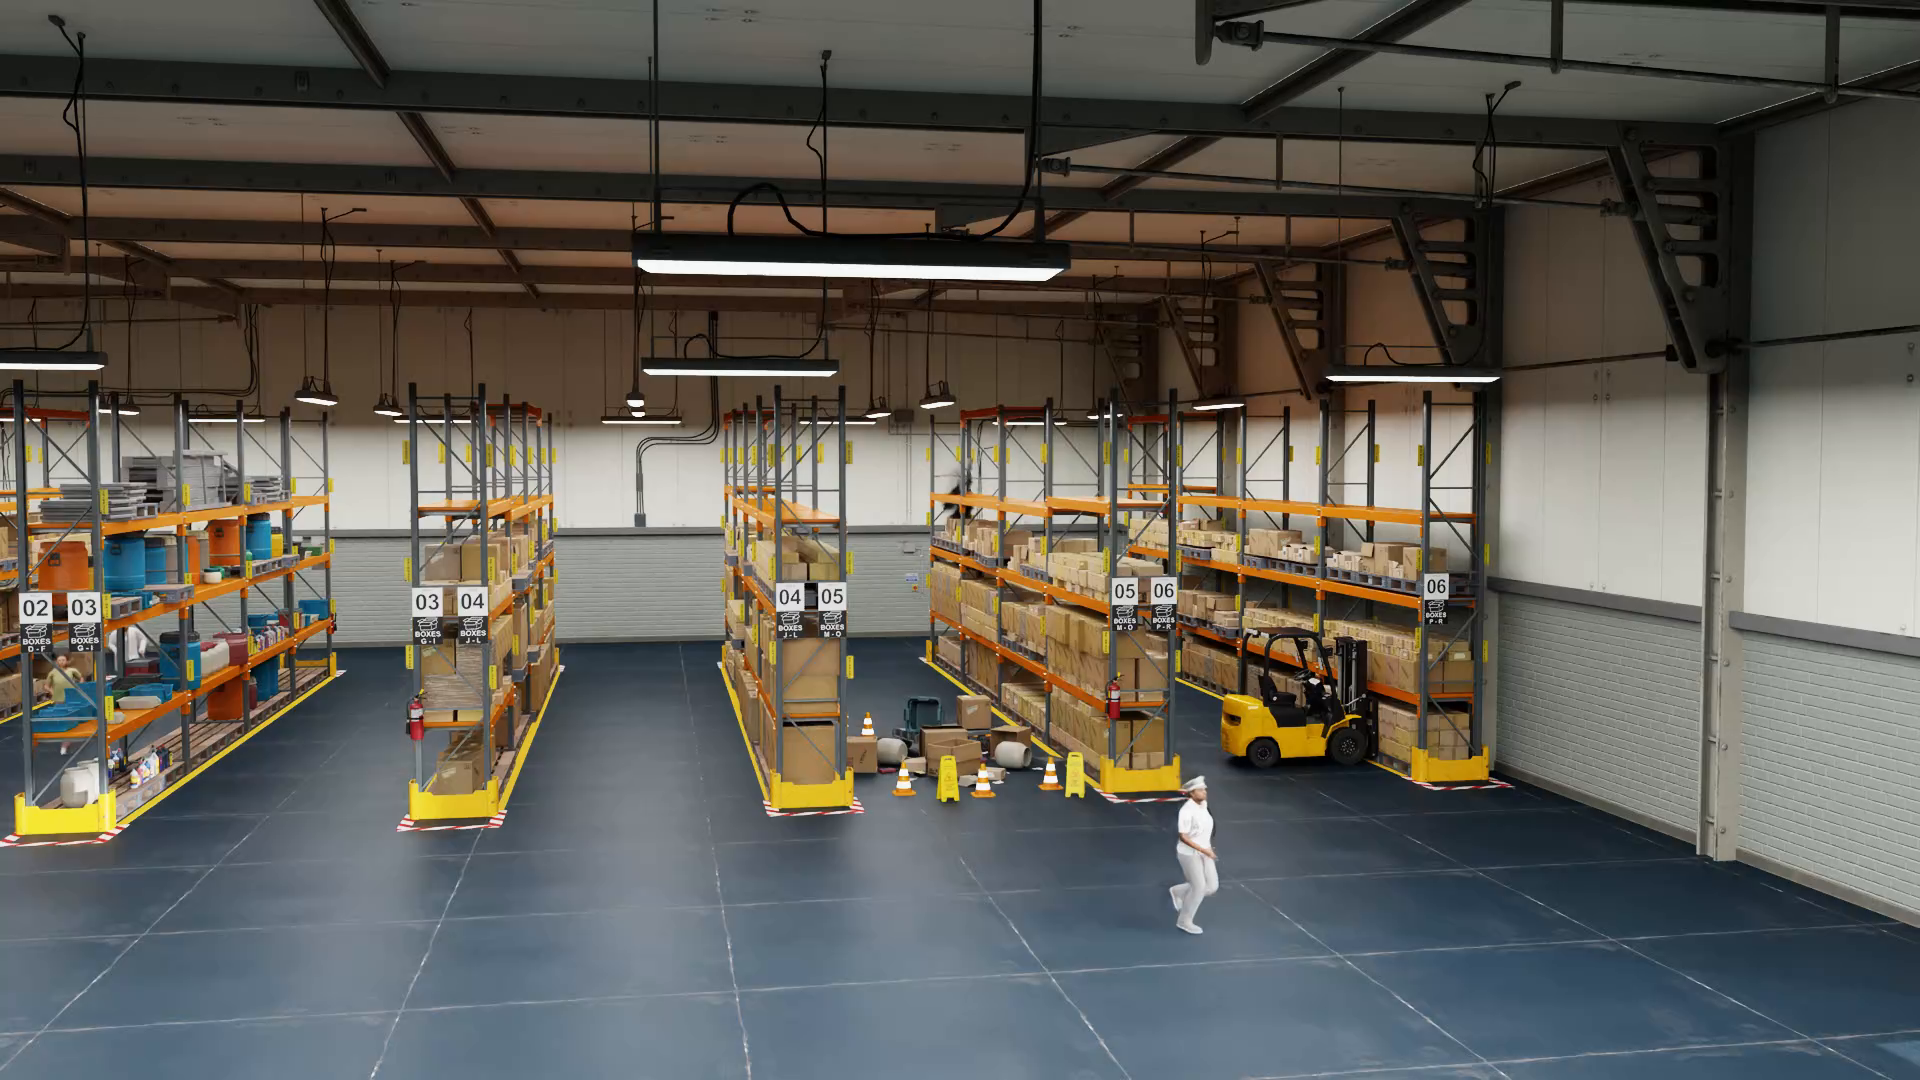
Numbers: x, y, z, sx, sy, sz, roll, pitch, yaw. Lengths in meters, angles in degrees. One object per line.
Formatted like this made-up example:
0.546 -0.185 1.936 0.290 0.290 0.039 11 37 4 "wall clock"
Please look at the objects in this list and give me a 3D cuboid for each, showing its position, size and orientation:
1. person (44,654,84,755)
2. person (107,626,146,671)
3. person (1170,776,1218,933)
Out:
-15.154 2.751 28.124 0.579 1.670 0.922 -1 3 -22 "person"
-16.931 2.409 33.779 0.680 1.737 0.784 -1 3 -18 "person"
2.475 3.293 17.510 0.631 1.664 0.589 2 4 37 "person"
